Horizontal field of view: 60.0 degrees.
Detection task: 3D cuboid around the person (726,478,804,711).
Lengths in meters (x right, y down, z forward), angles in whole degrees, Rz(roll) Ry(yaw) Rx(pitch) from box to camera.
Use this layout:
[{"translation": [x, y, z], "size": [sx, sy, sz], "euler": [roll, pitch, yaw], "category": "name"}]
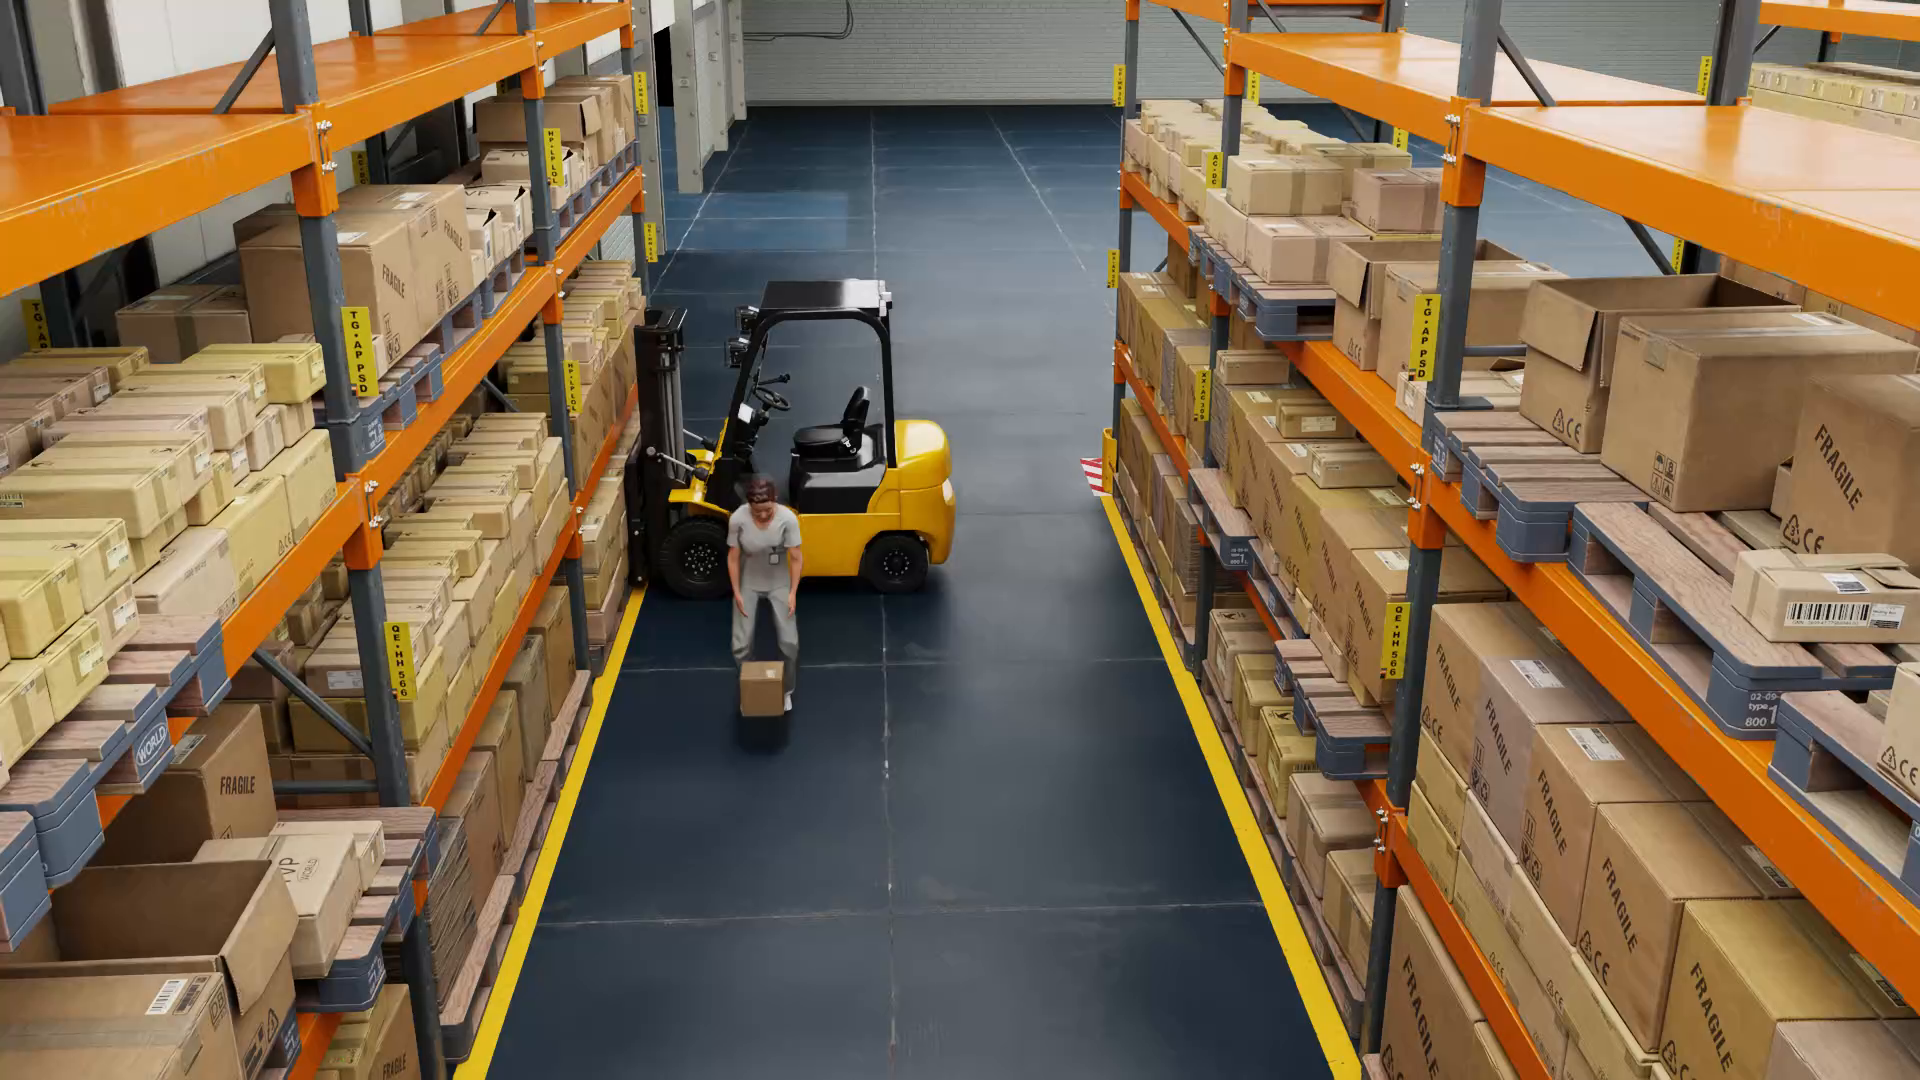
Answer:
[{"translation": [-1.205, 0.322, 10.376], "size": [0.475, 1.573, 0.467], "euler": [-1, 20, -2], "category": "person"}]
